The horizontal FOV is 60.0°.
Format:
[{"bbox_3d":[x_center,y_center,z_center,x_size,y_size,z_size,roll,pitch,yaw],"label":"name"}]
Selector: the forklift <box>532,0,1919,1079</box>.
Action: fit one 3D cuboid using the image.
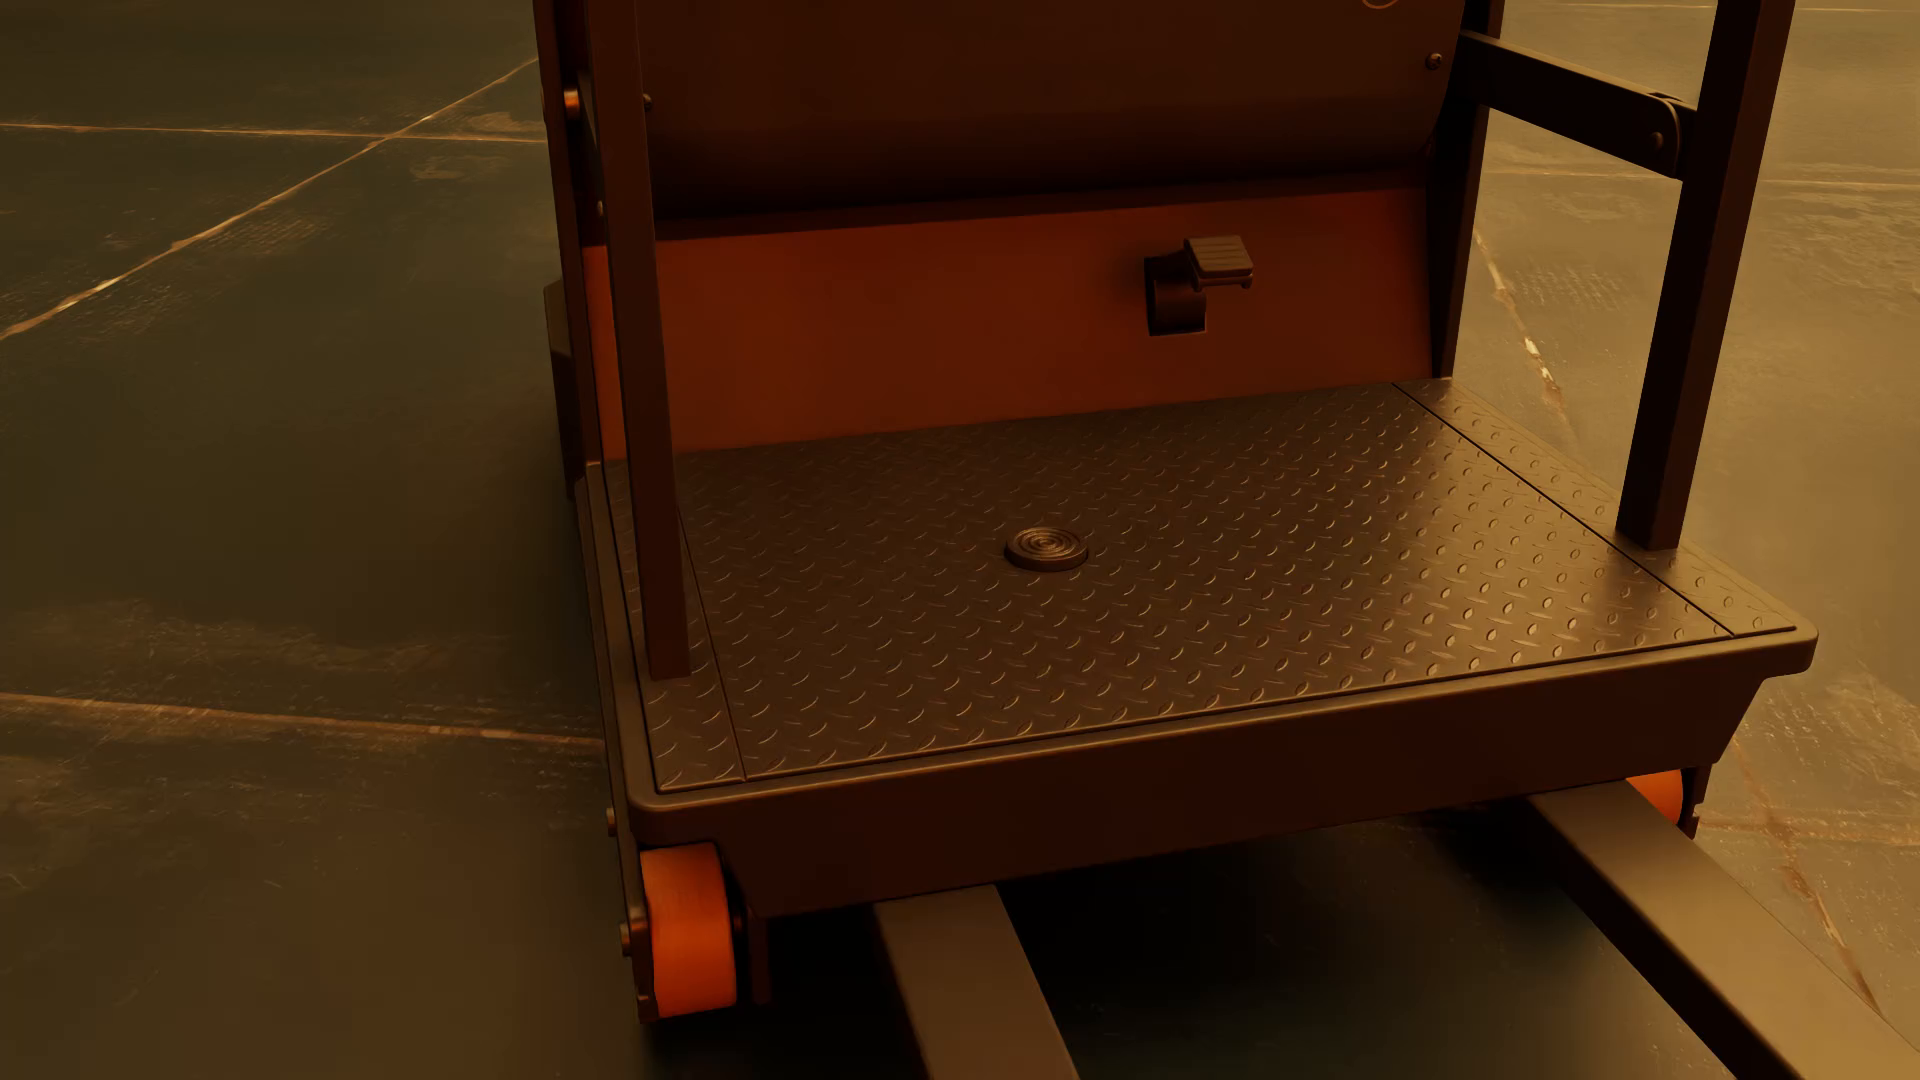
[{"bbox_3d":[0.153,-1.049,1.319,1.130,2.935,3.031,-7,27,-13],"label":"forklift"}]
